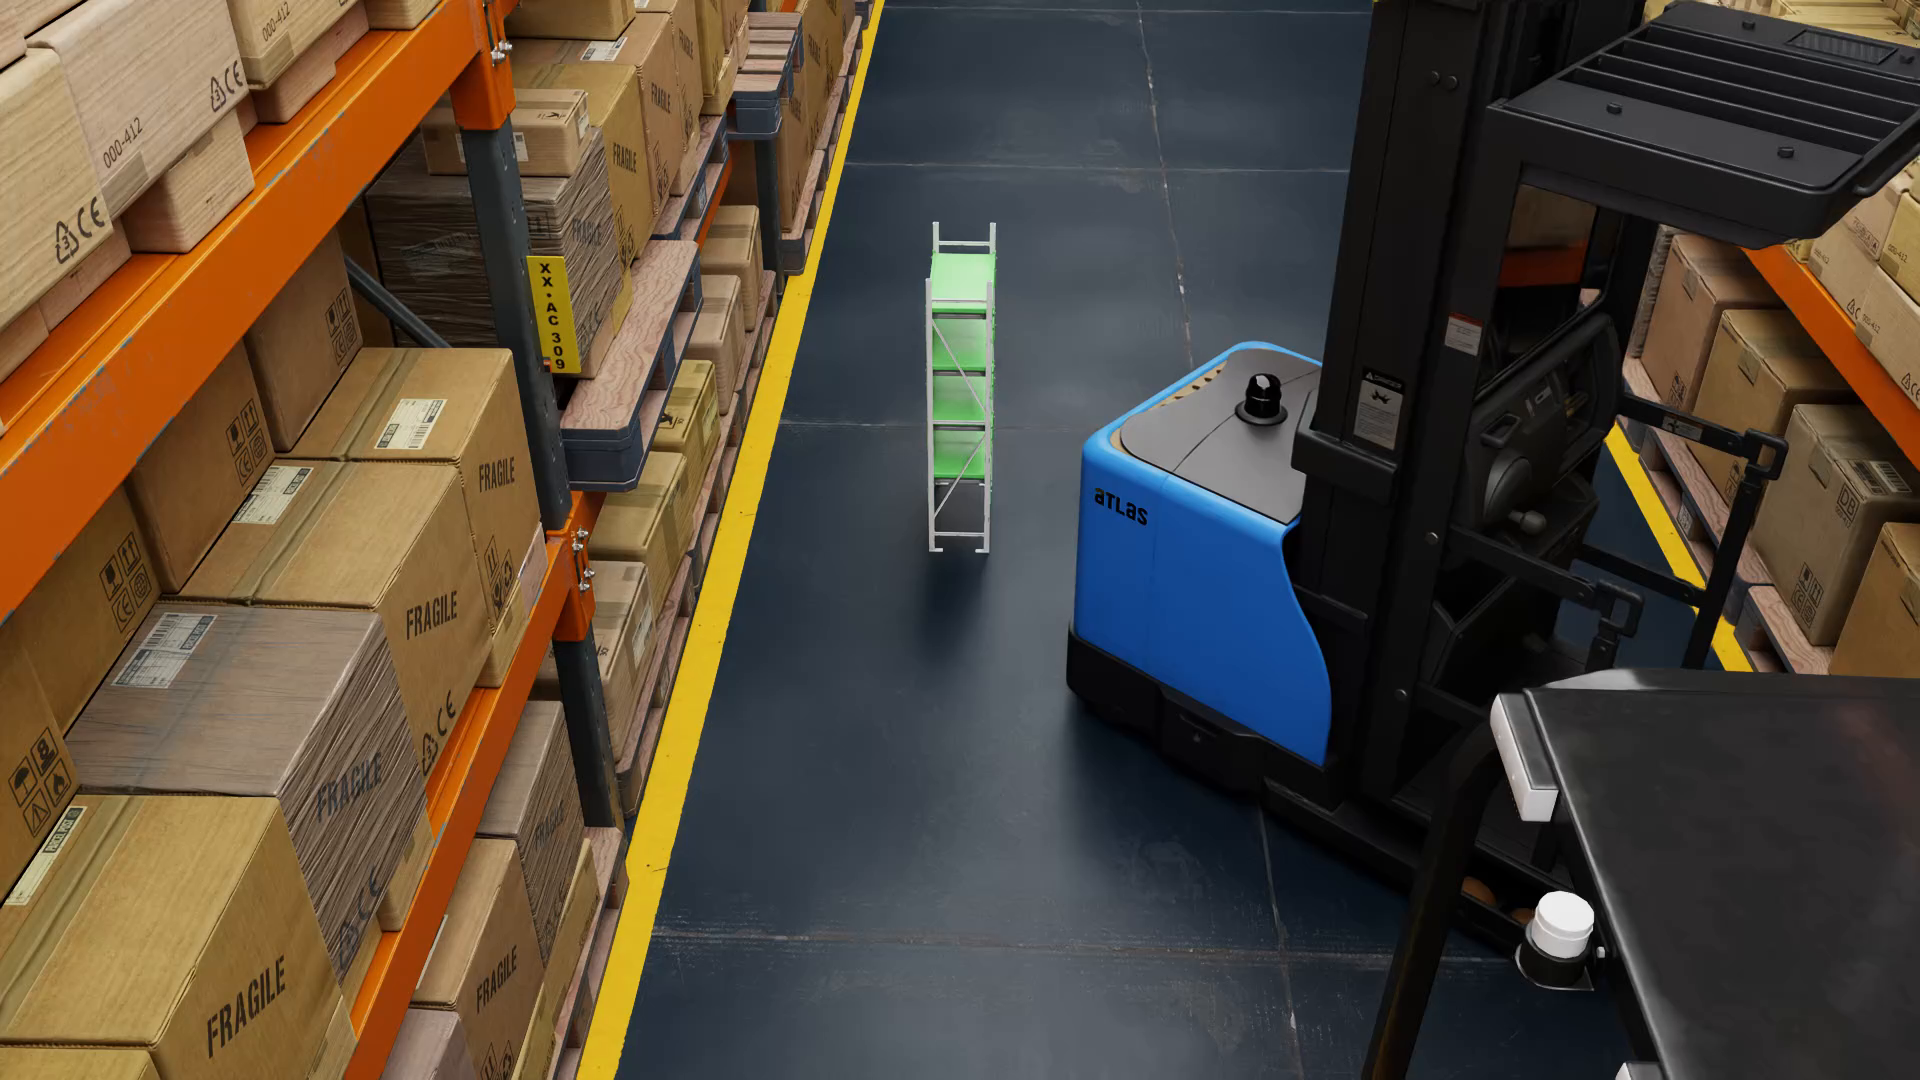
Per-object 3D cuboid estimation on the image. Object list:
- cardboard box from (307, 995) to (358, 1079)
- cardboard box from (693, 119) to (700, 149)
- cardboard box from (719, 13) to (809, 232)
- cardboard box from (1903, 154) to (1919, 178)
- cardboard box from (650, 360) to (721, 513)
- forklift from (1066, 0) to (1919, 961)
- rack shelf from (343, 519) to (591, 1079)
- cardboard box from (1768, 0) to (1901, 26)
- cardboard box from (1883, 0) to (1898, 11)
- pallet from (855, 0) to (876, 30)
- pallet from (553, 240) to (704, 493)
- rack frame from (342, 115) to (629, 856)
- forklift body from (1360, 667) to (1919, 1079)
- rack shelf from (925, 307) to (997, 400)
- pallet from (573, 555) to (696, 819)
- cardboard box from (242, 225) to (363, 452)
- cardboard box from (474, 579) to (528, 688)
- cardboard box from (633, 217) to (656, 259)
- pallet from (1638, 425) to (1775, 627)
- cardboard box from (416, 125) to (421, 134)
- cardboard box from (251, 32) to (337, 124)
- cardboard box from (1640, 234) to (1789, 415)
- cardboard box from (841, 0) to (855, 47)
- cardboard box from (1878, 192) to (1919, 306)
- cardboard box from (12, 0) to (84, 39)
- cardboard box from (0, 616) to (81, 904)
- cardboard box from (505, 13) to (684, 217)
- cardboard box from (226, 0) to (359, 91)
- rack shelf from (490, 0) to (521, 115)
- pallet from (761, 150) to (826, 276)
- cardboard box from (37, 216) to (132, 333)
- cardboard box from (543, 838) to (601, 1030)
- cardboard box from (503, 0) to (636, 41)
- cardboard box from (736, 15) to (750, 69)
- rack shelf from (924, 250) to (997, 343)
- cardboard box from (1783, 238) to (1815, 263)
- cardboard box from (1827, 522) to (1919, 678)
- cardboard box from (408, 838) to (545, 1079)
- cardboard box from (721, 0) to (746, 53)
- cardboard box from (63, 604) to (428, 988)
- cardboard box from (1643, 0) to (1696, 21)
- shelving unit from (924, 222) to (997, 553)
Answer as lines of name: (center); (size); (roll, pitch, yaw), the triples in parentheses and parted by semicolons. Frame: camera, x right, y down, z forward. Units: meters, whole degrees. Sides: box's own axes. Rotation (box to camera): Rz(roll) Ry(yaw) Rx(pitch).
cardboard box: (-1.329, 0.954, 3.002); (0.380, 0.149, 0.250); (2, 35, 2)
cardboard box: (-1.169, -1.500, 6.130); (0.380, 0.149, 0.250); (0, 35, 0)
cardboard box: (-1.297, -2.215, 8.775); (0.875, 0.875, 0.875); (1, 35, 1)
cardboard box: (3.189, -1.206, 5.206); (0.380, 0.149, 0.250); (1, 35, 1)
cardboard box: (-1.499, -0.430, 6.673); (0.950, 0.372, 0.625); (2, 35, 3)
forklift: (1.809, -0.278, 4.597); (3.031, 2.935, 1.130); (27, 43, 33)
rack shelf: (-1.649, 1.224, 3.025); (1.077, 0.370, 4.000); (1, 35, 2)
cardboard box: (3.272, -1.938, 6.247); (0.380, 0.149, 0.250); (2, 35, 2)
cardboard box: (3.831, -2.077, 6.445); (0.380, 0.149, 0.250); (1, 35, 1)
pallet: (-1.139, -4.110, 12.414); (1.003, 0.211, 1.213); (1, 35, 2)
pallet: (-1.393, -0.576, 5.128); (1.003, 0.211, 1.213); (1, 35, 2)
rack frame: (-1.569, -0.219, 4.453); (1.000, 3.000, 0.127); (1, 35, 2)
forklift body: (1.484, 1.407, 2.877); (2.313, 2.155, 1.214); (1, 35, 2)
rack shelf: (0.007, -0.730, 6.439); (0.258, 0.148, 0.480); (1, 35, 2)
pallet: (-1.539, 0.474, 5.891); (1.003, 0.211, 1.213); (1, 35, 2)
cardboard box: (-1.803, -0.543, 3.699); (0.700, 0.500, 0.500); (1, 35, 1)
cardboard box: (-1.280, 0.219, 4.048); (0.380, 0.149, 0.250); (2, 35, 3)
cardboard box: (-1.225, -1.053, 5.493); (0.380, 0.149, 0.250); (2, 35, 3)
pallet: (3.428, -0.093, 6.698); (1.003, 0.211, 1.213); (1, 35, 2)
cardboard box: (-1.761, -1.109, 5.009); (0.500, 0.500, 0.500); (2, 35, 2)
cardboard box: (-1.361, -0.865, 2.981); (0.380, 0.149, 0.250); (2, 35, 2)
cardboard box: (3.495, -0.871, 7.081); (0.875, 0.625, 0.625); (2, 35, 3)
cardboard box: (-1.192, -3.760, 10.974); (0.875, 0.875, 0.875); (2, 35, 3)
cardboard box: (3.169, -0.834, 5.023); (0.500, 0.250, 0.500); (0, 35, 1)
cardboard box: (-1.348, -0.736, 2.104); (0.380, 0.149, 0.250); (2, 35, 2)
cardboard box: (-1.823, 0.339, 2.443); (0.700, 0.500, 0.500); (1, 35, 2)
cardboard box: (-1.210, -1.388, 5.405); (0.500, 0.500, 0.500); (1, 35, 2)
cardboard box: (-1.337, -0.957, 2.765); (0.500, 0.250, 0.500); (1, 35, 1)
rack shelf: (-1.488, -2.301, 5.432); (1.077, 0.370, 4.000); (1, 35, 2)
pallet: (-1.301, -1.828, 9.167); (1.003, 0.211, 1.213); (1, 35, 2)
cardboard box: (-1.427, -0.417, 2.345); (0.380, 0.149, 0.250); (2, 35, 3)
cardboard box: (-1.324, 1.080, 4.631); (0.500, 0.250, 0.500); (3, 35, 4)
cardboard box: (-1.256, -1.708, 5.296); (0.380, 0.149, 0.250); (3, 35, 5)
cardboard box: (-1.090, -2.091, 6.970); (0.380, 0.149, 0.250); (1, 35, 1)
rack shelf: (0.007, -0.926, 6.301); (0.258, 0.148, 0.480); (1, 35, 2)
cardboard box: (3.228, -1.211, 5.995); (0.500, 0.250, 0.500); (2, 35, 3)
cardboard box: (3.401, 0.393, 5.282); (0.875, 0.625, 0.625); (3, 35, 4)
cardboard box: (-1.343, 1.066, 3.999); (0.500, 0.500, 0.500); (2, 35, 3)
cardboard box: (-1.158, -2.287, 6.684); (0.500, 0.500, 0.500); (1, 35, 1)
cardboard box: (-1.368, 0.473, 3.122); (0.500, 0.500, 0.500); (2, 35, 3)
cardboard box: (3.265, -2.299, 7.108); (0.500, 0.250, 0.500); (1, 35, 2)
shelving unit: (0.007, -0.586, 6.540); (0.258, 1.200, 0.503); (1, 35, 2)
